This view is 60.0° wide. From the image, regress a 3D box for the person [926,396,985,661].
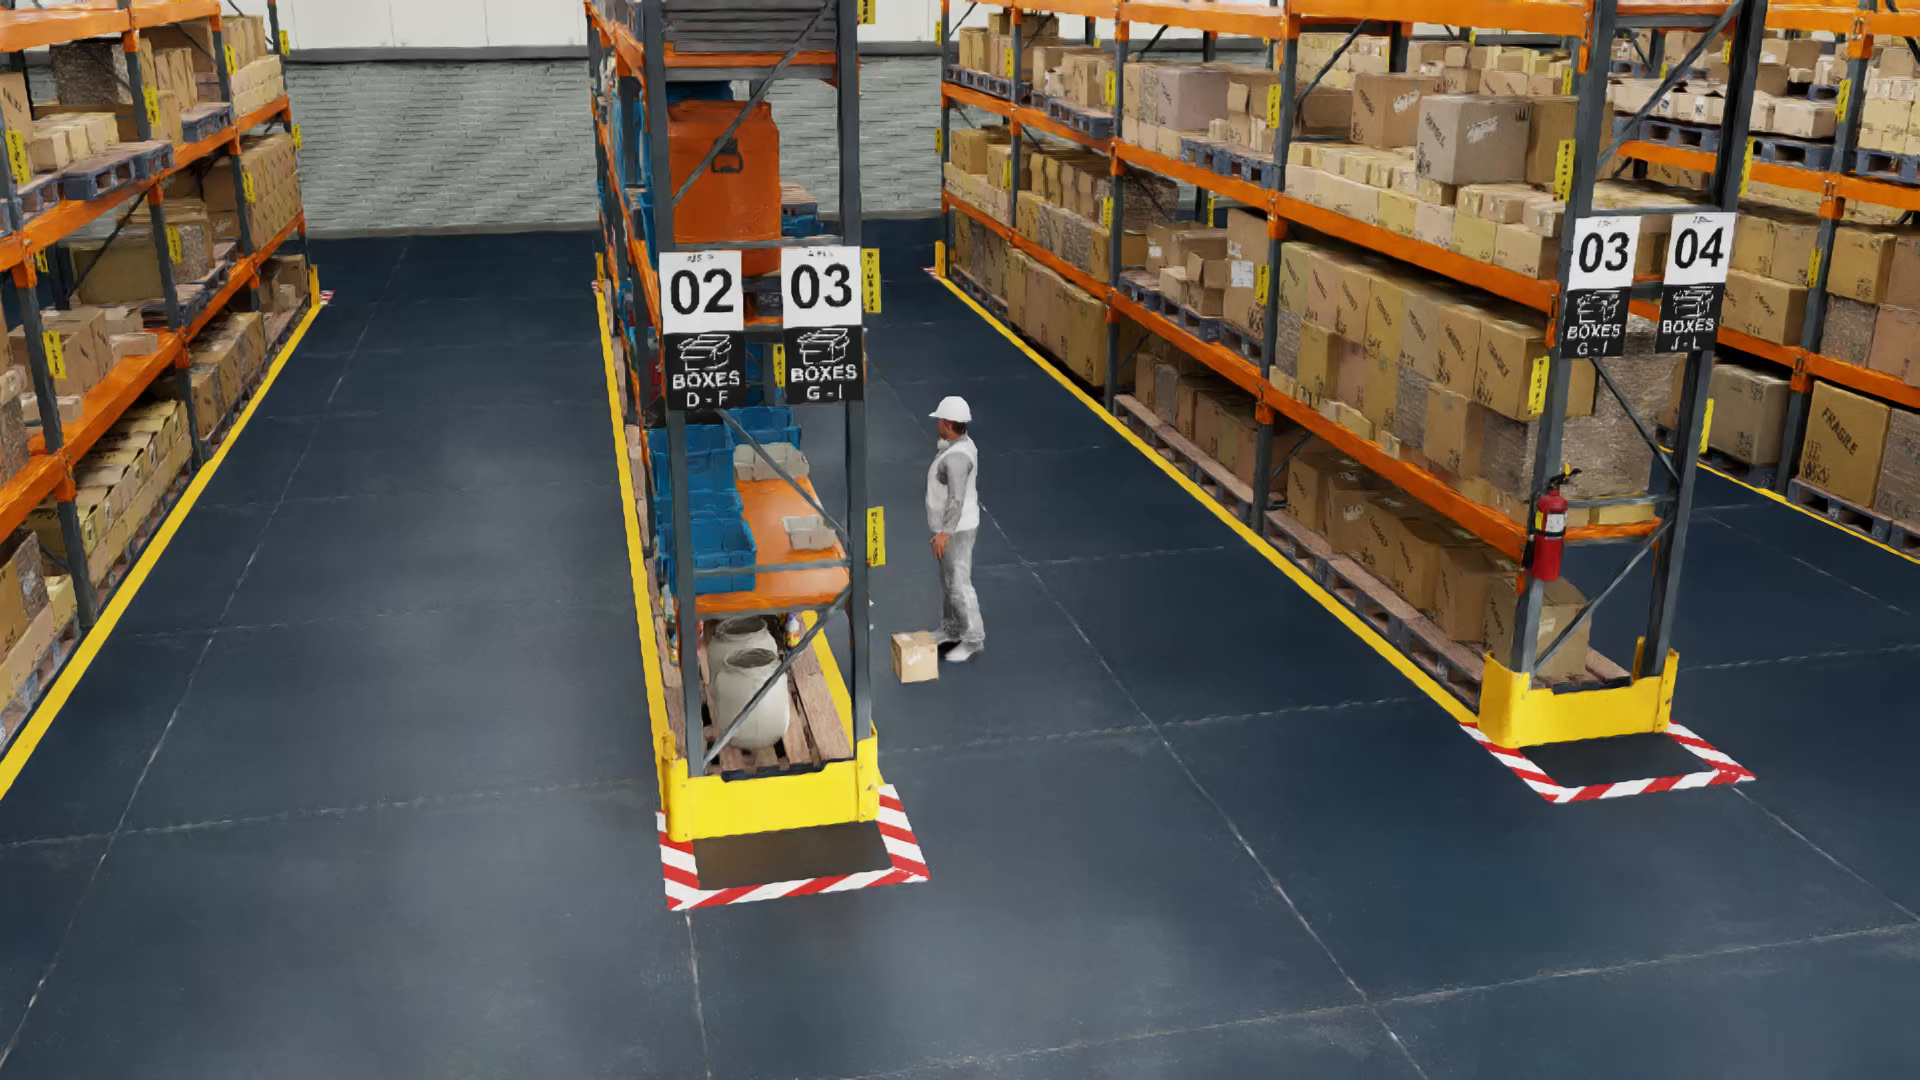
[{"bbox_3d":[-0.052,-0.092,11.273,0.460,1.800,0.611,1,19,3],"label":"person"}]
